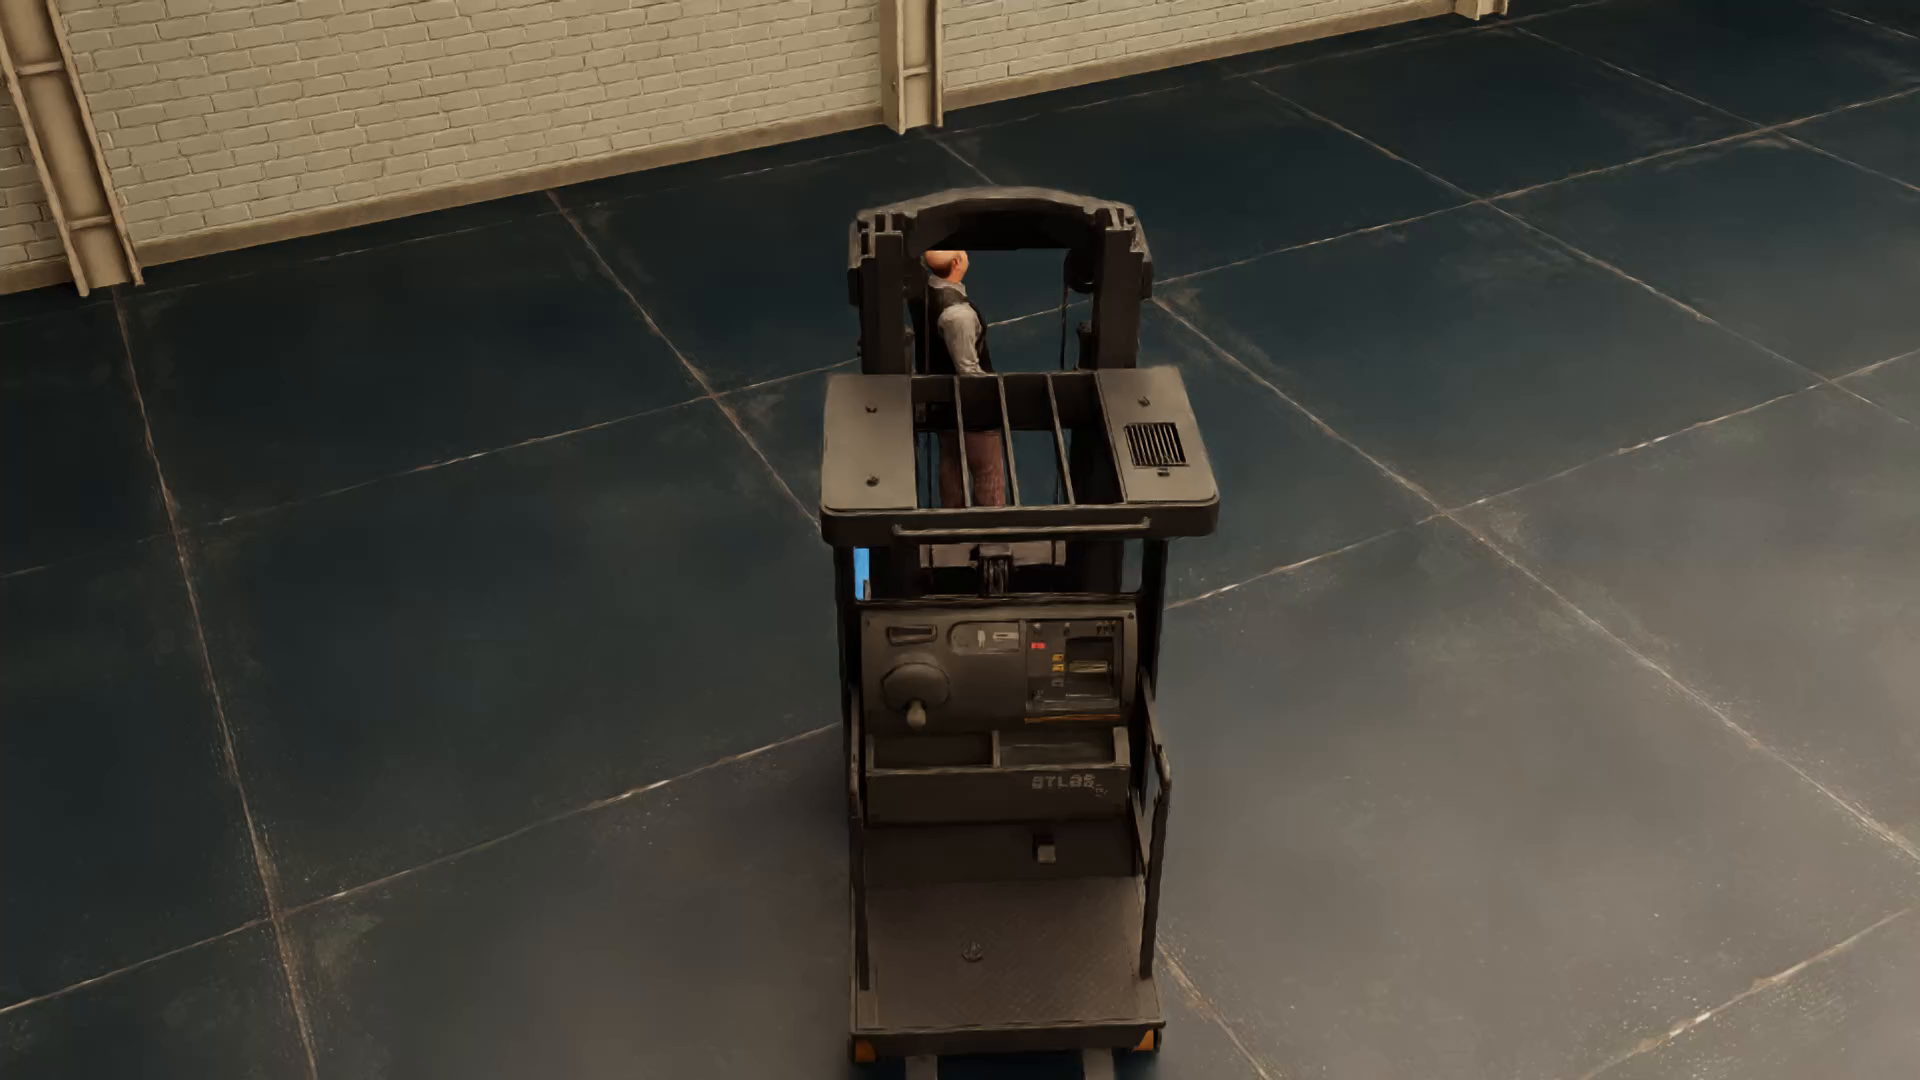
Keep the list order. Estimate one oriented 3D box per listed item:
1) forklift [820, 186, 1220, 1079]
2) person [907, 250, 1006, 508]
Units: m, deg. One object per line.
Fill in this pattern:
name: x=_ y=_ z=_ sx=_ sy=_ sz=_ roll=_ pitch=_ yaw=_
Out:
forklift: x=0.145 y=0.489 z=5.431 sx=1.130 sy=2.935 sz=3.031 roll=-2 pitch=35 yaw=-2
person: x=0.059 y=-0.721 z=8.179 sx=0.567 sy=1.720 sz=0.632 roll=-17 pitch=39 yaw=-23
